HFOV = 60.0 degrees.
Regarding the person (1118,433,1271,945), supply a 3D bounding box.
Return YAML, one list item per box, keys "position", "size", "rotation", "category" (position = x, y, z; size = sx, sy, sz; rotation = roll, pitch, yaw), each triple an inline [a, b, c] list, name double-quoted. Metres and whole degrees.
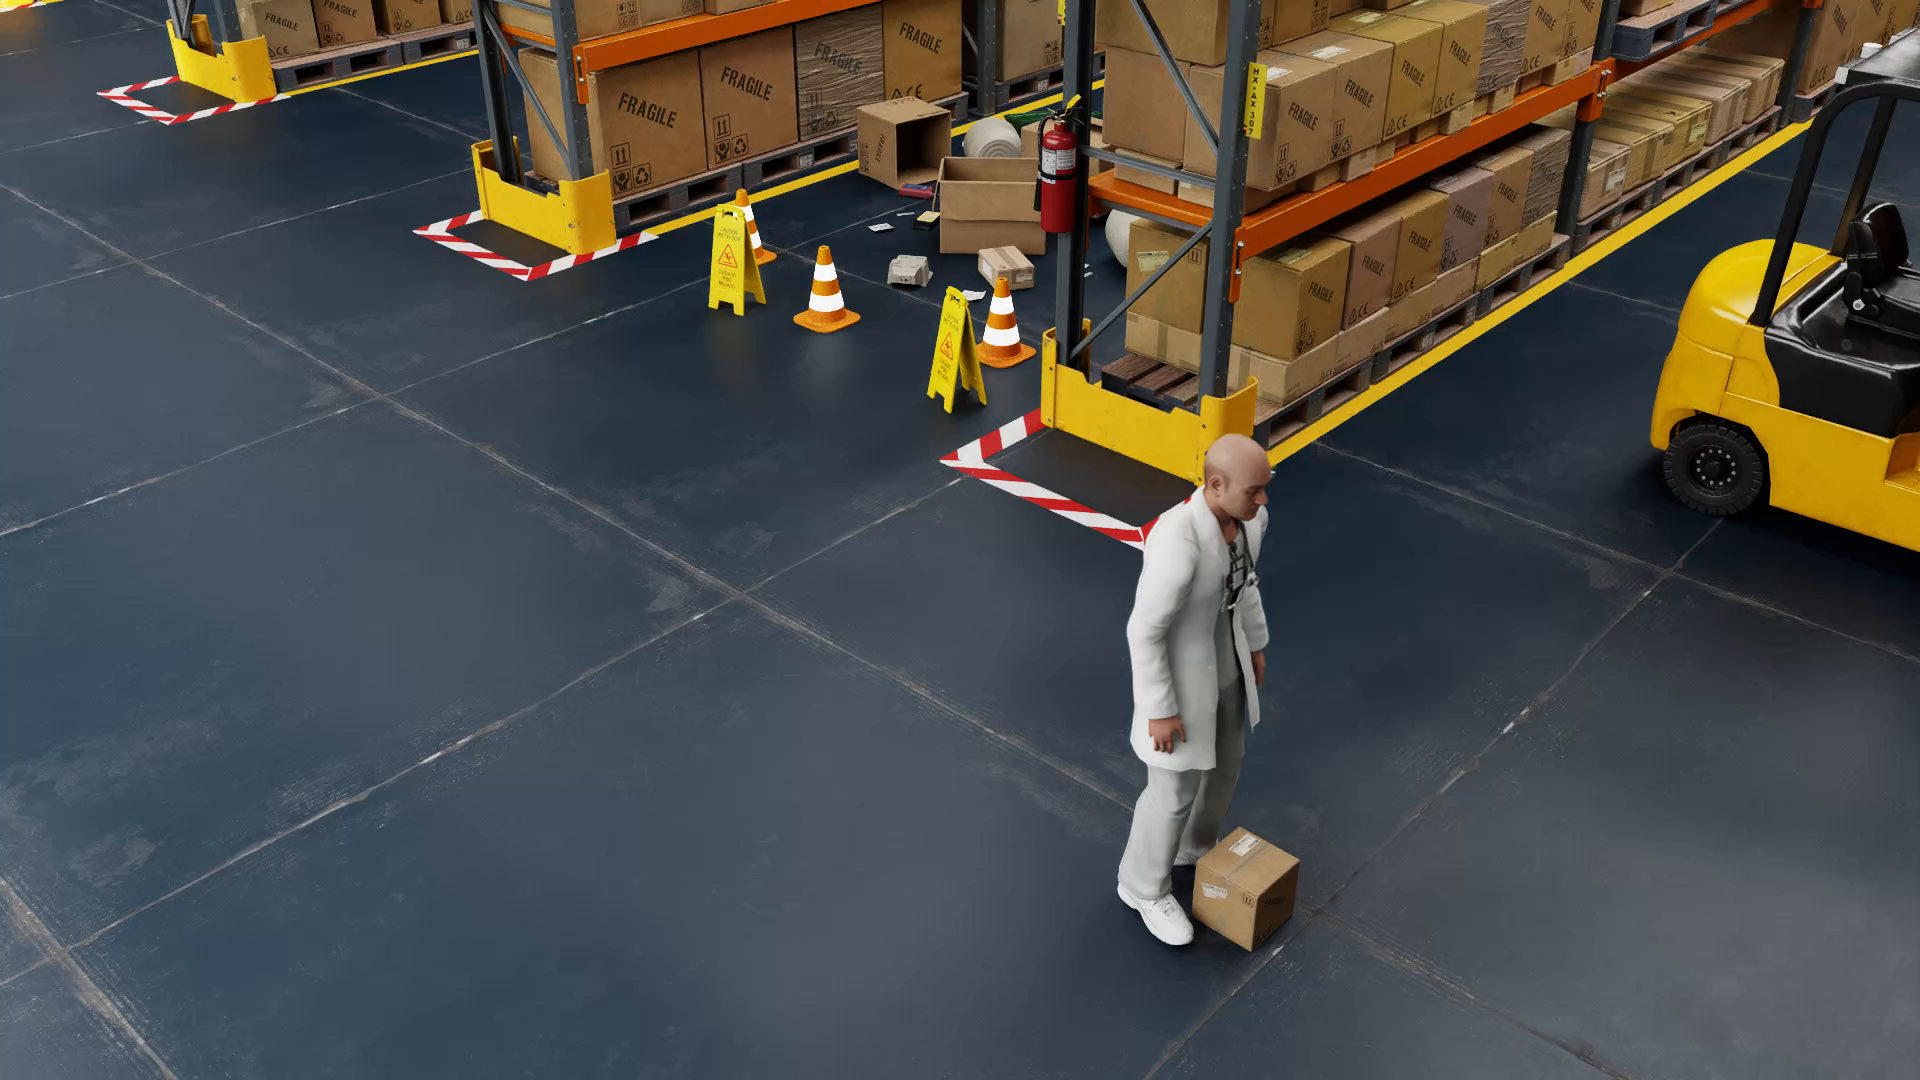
- position: [0.780, 0.449, 5.398]
  size: [0.422, 1.775, 0.642]
  rotation: [25, 39, 35]
  category: "person"
